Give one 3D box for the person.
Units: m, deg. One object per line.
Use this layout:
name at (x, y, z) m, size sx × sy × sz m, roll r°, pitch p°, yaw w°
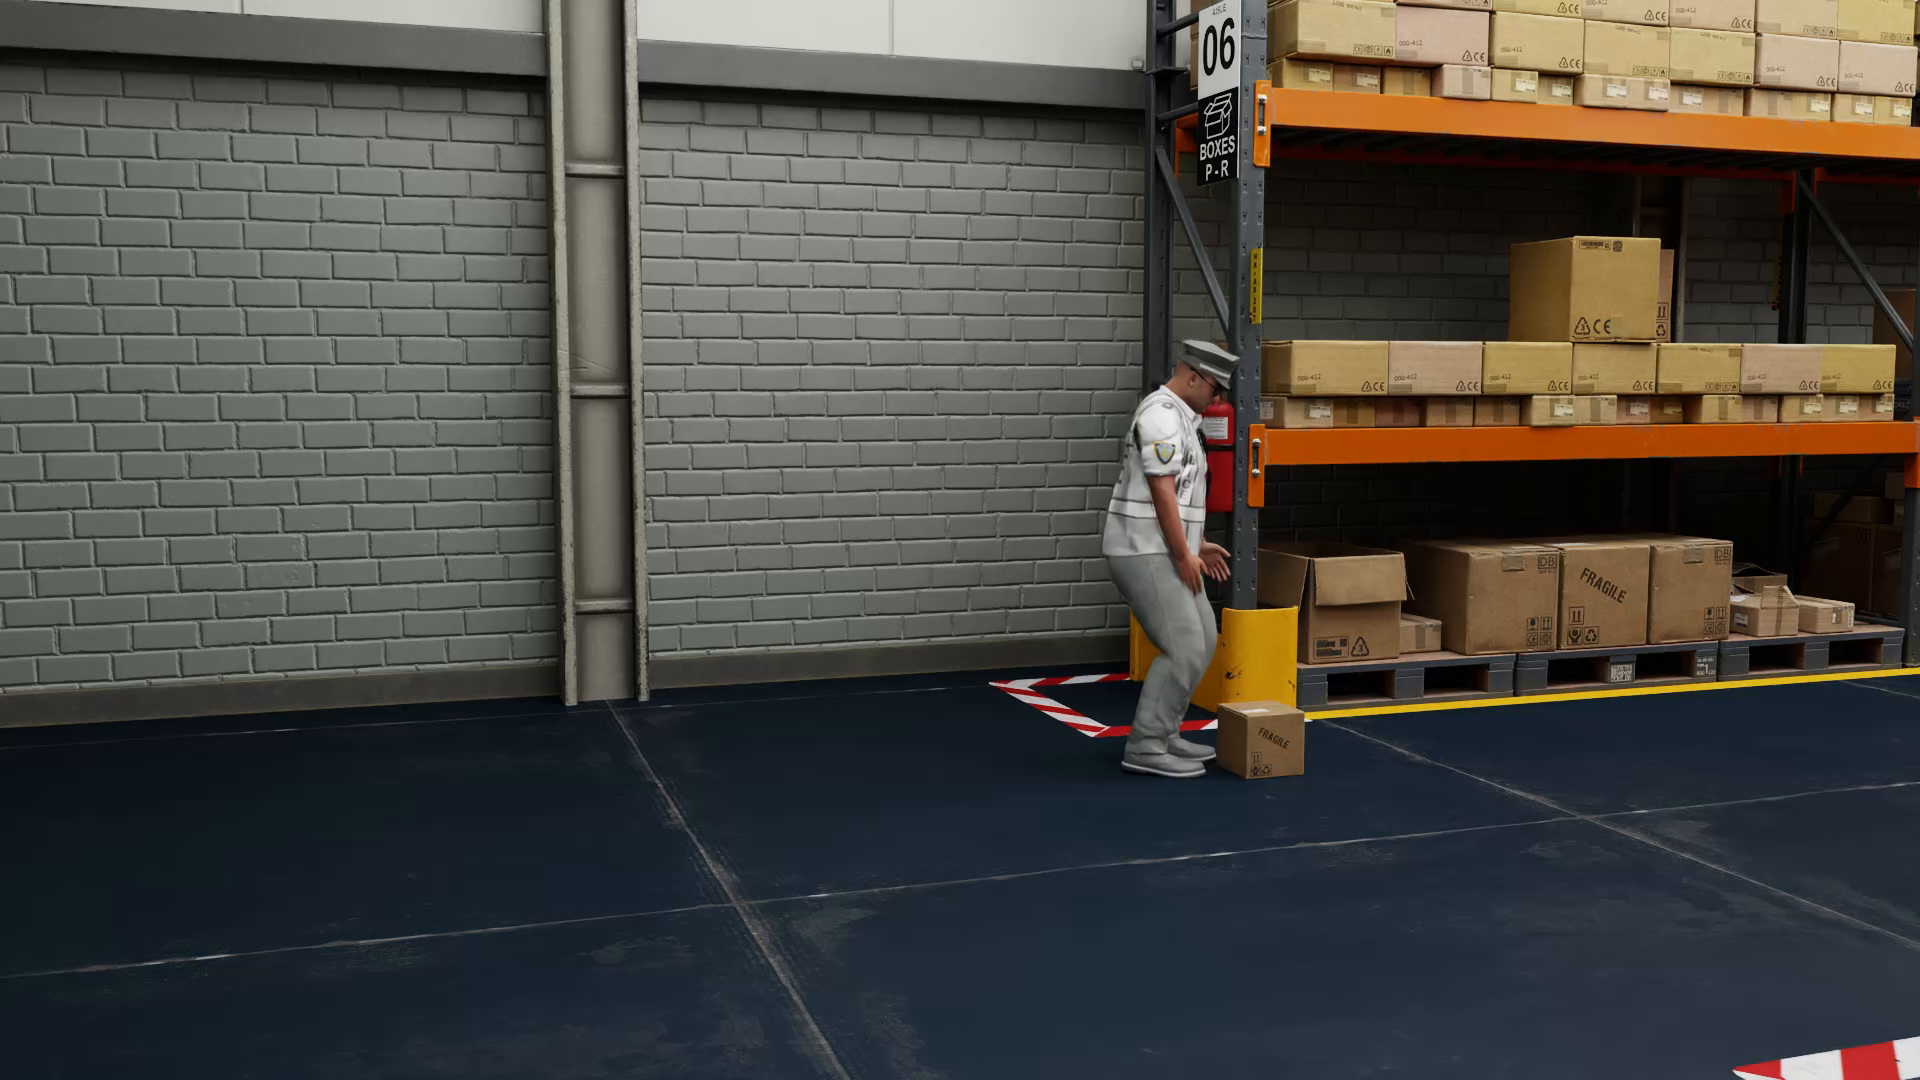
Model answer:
person at (0.834, 0.073, 6.561) m, size 0.517 × 1.666 × 0.561 m, roll 2°, pitch 6°, yaw 16°
